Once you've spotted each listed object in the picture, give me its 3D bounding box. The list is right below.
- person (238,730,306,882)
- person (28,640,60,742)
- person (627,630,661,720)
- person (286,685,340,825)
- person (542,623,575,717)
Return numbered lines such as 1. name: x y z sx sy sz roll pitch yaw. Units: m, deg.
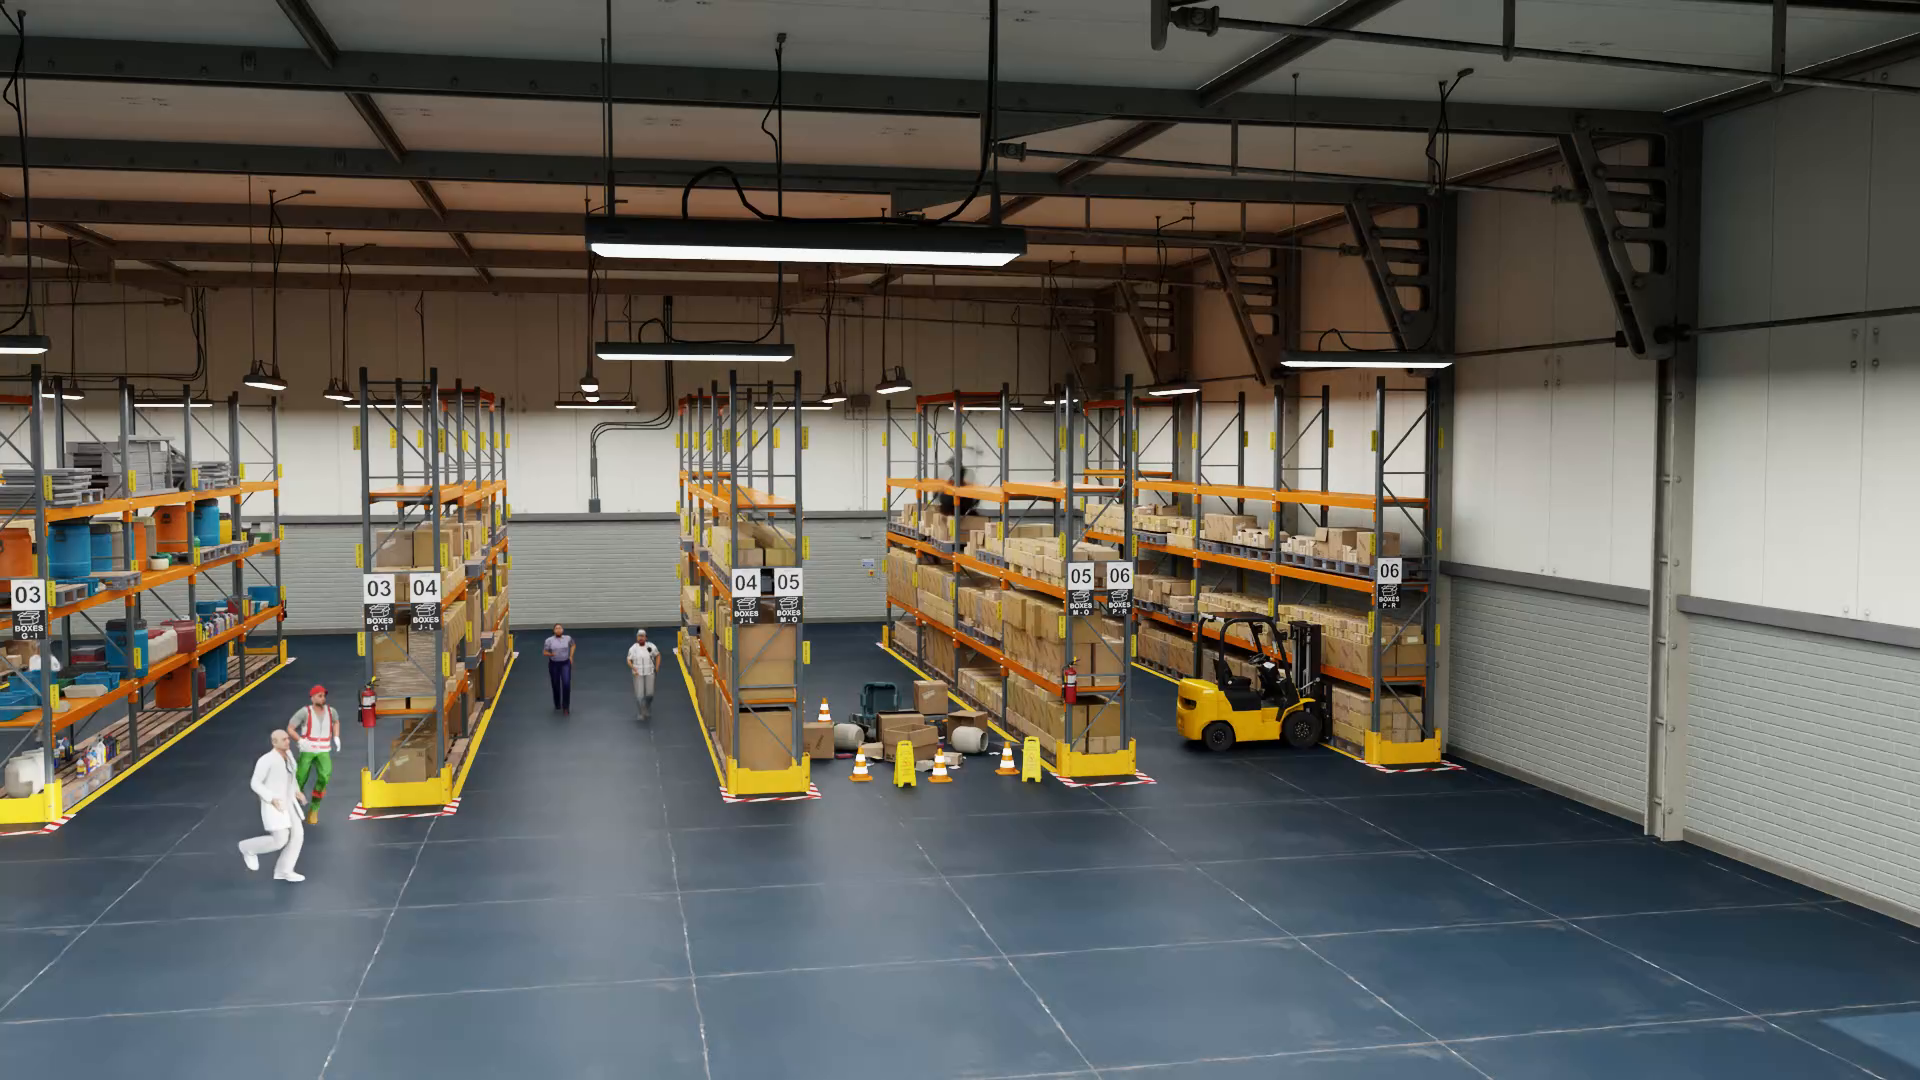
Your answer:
1. person: -7.820 3.014 18.932 0.754 1.734 0.700 1 4 17
2. person: -15.313 2.483 27.812 0.576 1.678 0.912 -1 3 -12
3. person: -5.651 2.426 29.729 0.591 1.619 0.544 -1 3 -9
4. person: -8.527 2.821 21.998 0.721 1.795 0.697 -2 4 -36
5. person: -7.358 2.367 30.527 0.593 1.704 0.816 -1 3 -13
